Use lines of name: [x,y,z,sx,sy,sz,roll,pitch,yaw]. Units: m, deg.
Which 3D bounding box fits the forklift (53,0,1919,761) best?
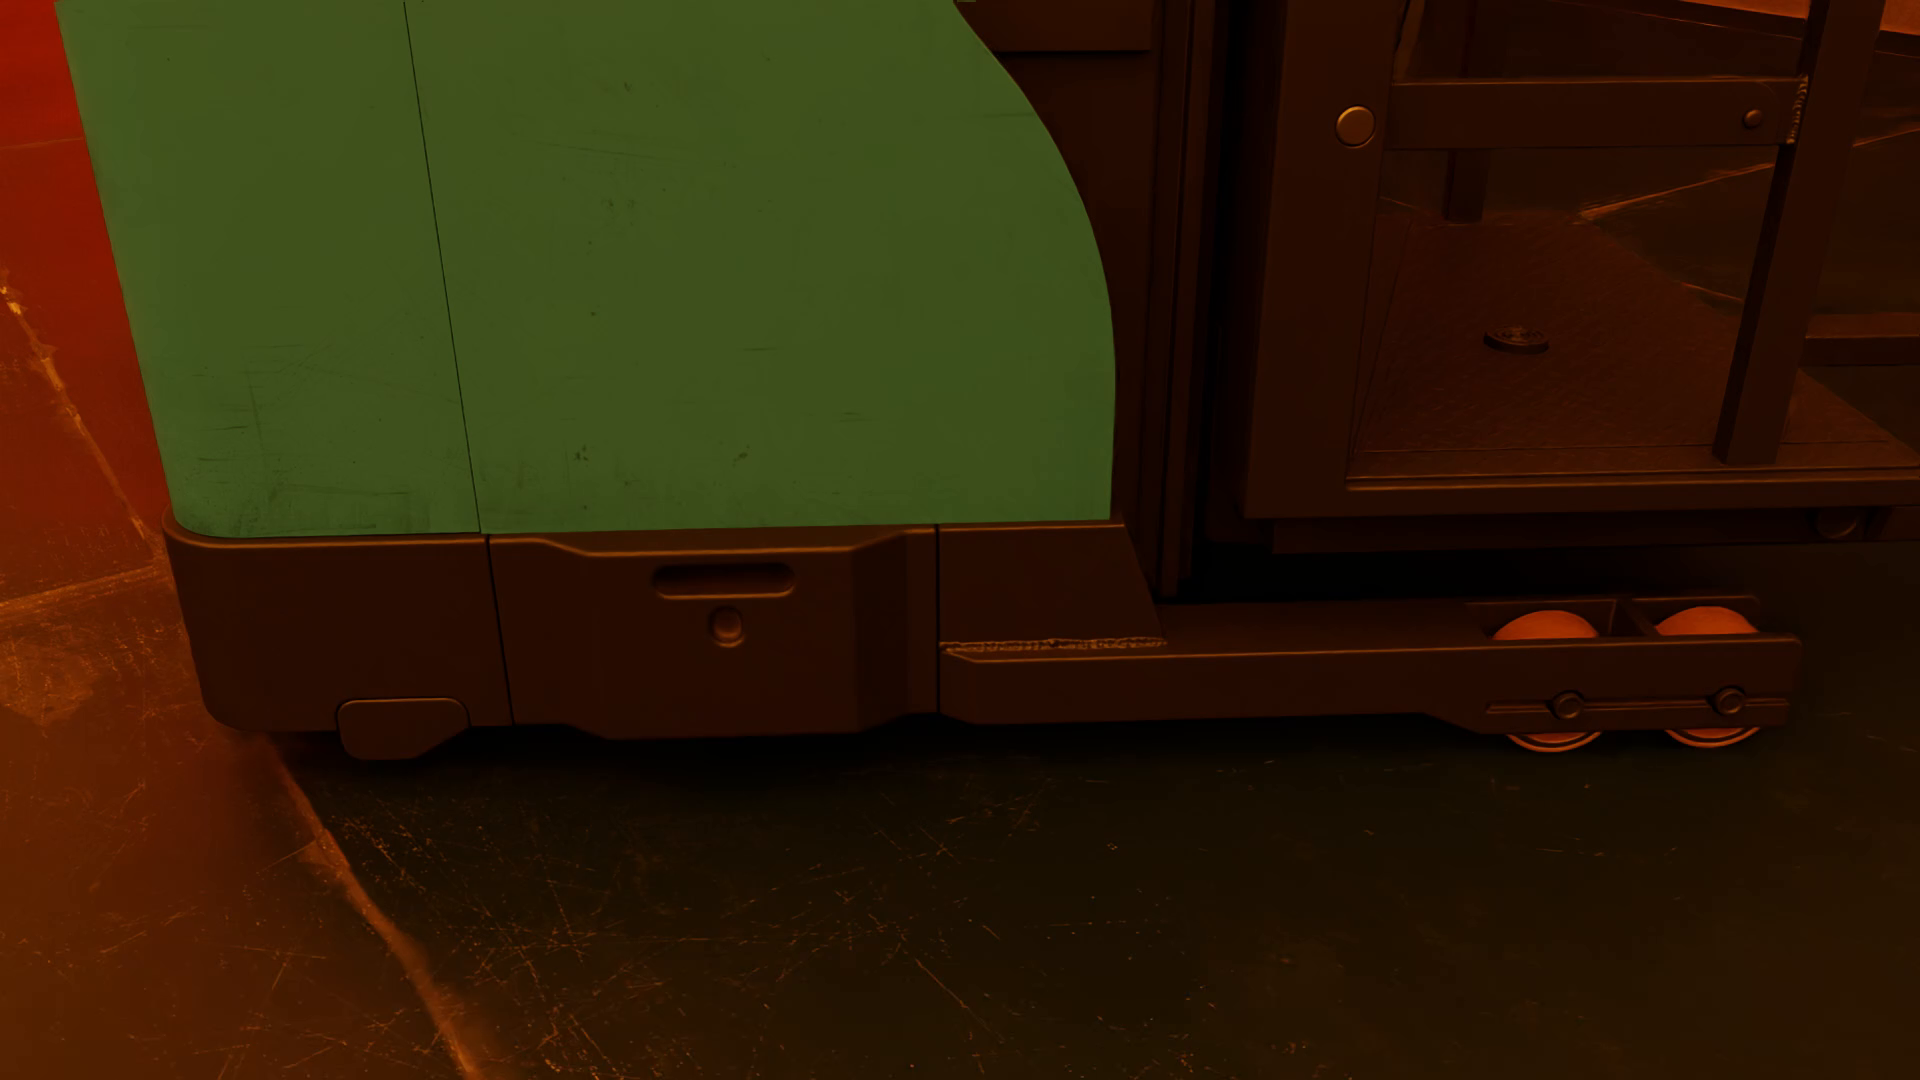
forklift: [0.593,-1.293,1.809,3.031,2.935,1.130,-1,27,-3]
